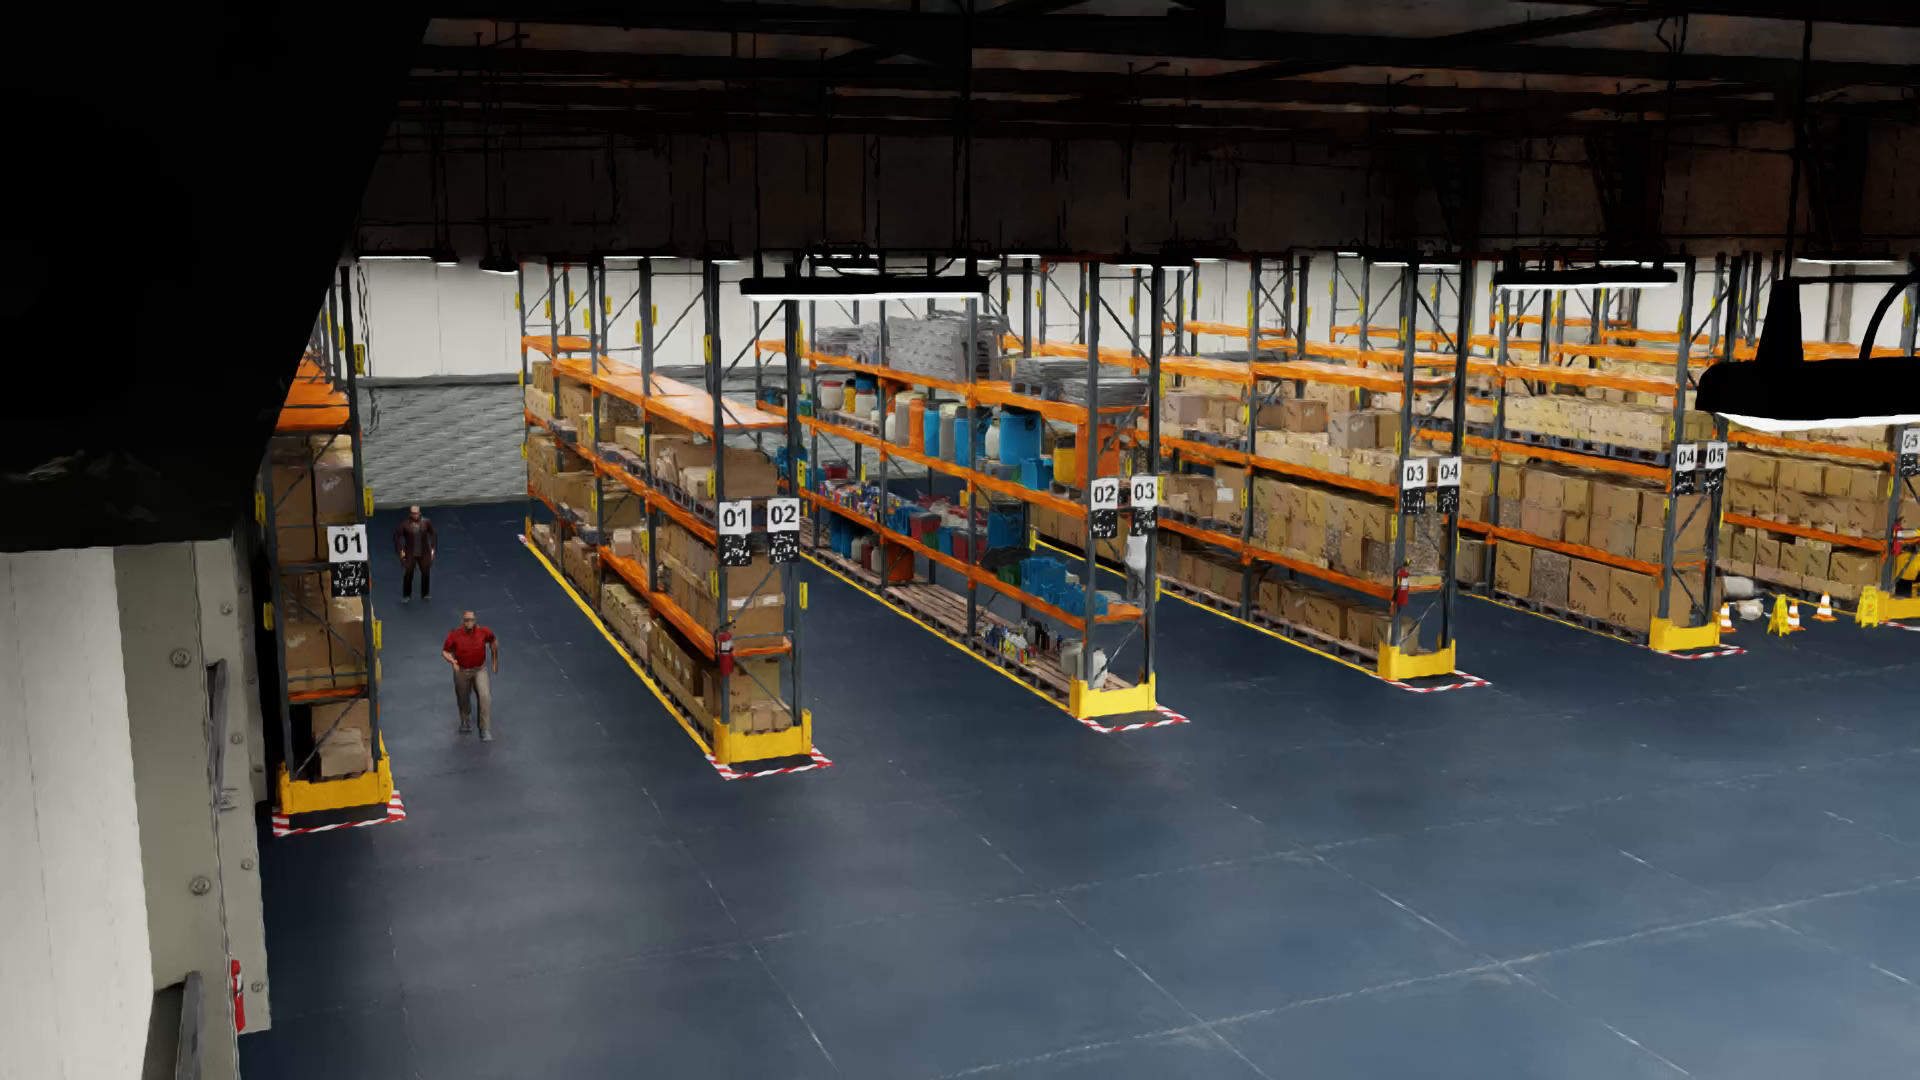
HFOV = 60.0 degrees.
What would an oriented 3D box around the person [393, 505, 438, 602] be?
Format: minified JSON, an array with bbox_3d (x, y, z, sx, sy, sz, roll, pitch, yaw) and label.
[{"bbox_3d":[-9.483,0.237,28.994,0.729,1.721,0.546,-5,11,-23],"label":"person"}]

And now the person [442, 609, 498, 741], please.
[{"bbox_3d":[-6.241,1.684,21.235,0.686,1.666,0.867,-3,11,-17],"label":"person"}]

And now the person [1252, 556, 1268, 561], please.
[{"bbox_3d":[5.917,-0.409,32.753,0.504,1.603,0.419,8,13,39],"label":"person"}]

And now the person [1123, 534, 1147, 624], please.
[{"bbox_3d":[2.982,0.468,27.477,0.584,1.776,0.449,7,13,35],"label":"person"}]
